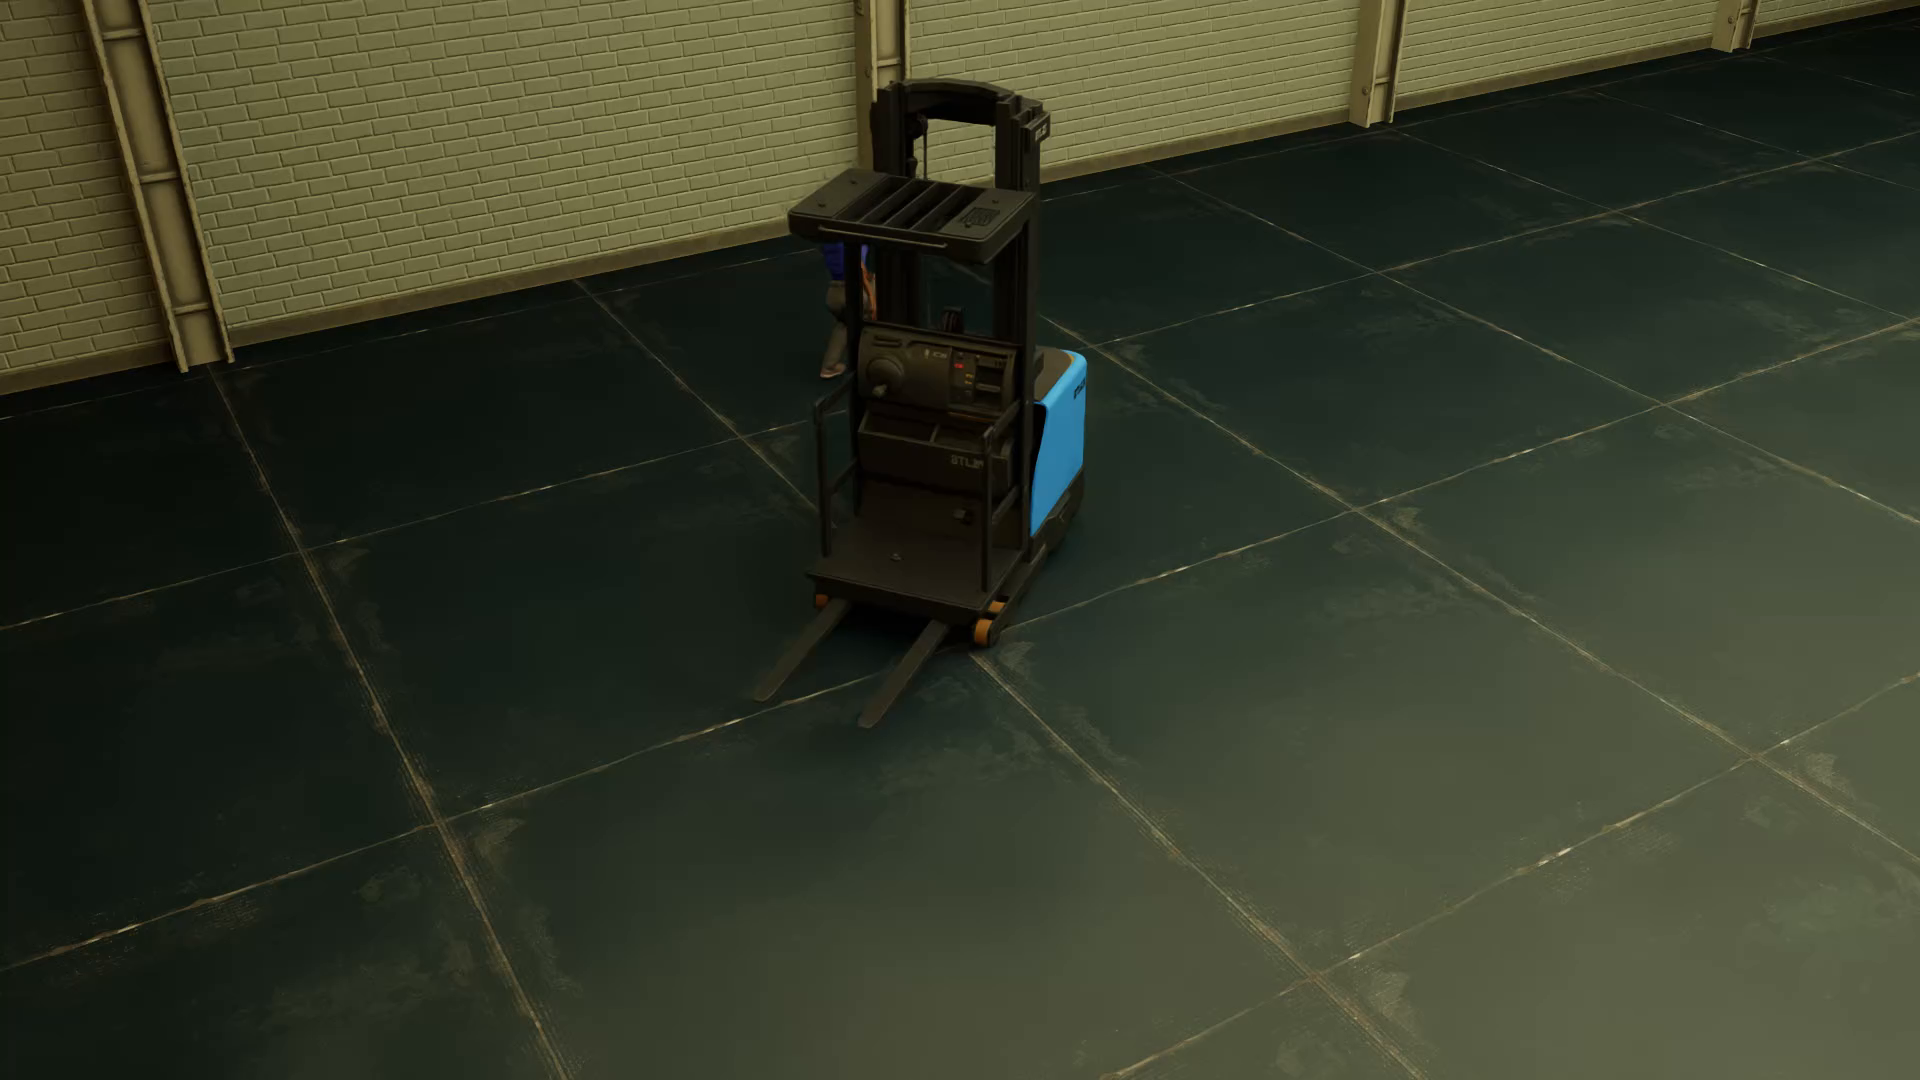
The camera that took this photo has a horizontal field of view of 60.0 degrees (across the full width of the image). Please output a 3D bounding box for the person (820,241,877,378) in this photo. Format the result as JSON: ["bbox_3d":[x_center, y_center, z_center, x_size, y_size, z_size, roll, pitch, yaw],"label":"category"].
[{"bbox_3d":[-0.716,-1.870,12.248,0.687,1.453,0.699,19,36,29],"label":"person"}]

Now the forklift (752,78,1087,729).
[{"bbox_3d":[-0.215,-0.891,9.135,1.130,2.935,3.031,12,33,19],"label":"forklift"}]
